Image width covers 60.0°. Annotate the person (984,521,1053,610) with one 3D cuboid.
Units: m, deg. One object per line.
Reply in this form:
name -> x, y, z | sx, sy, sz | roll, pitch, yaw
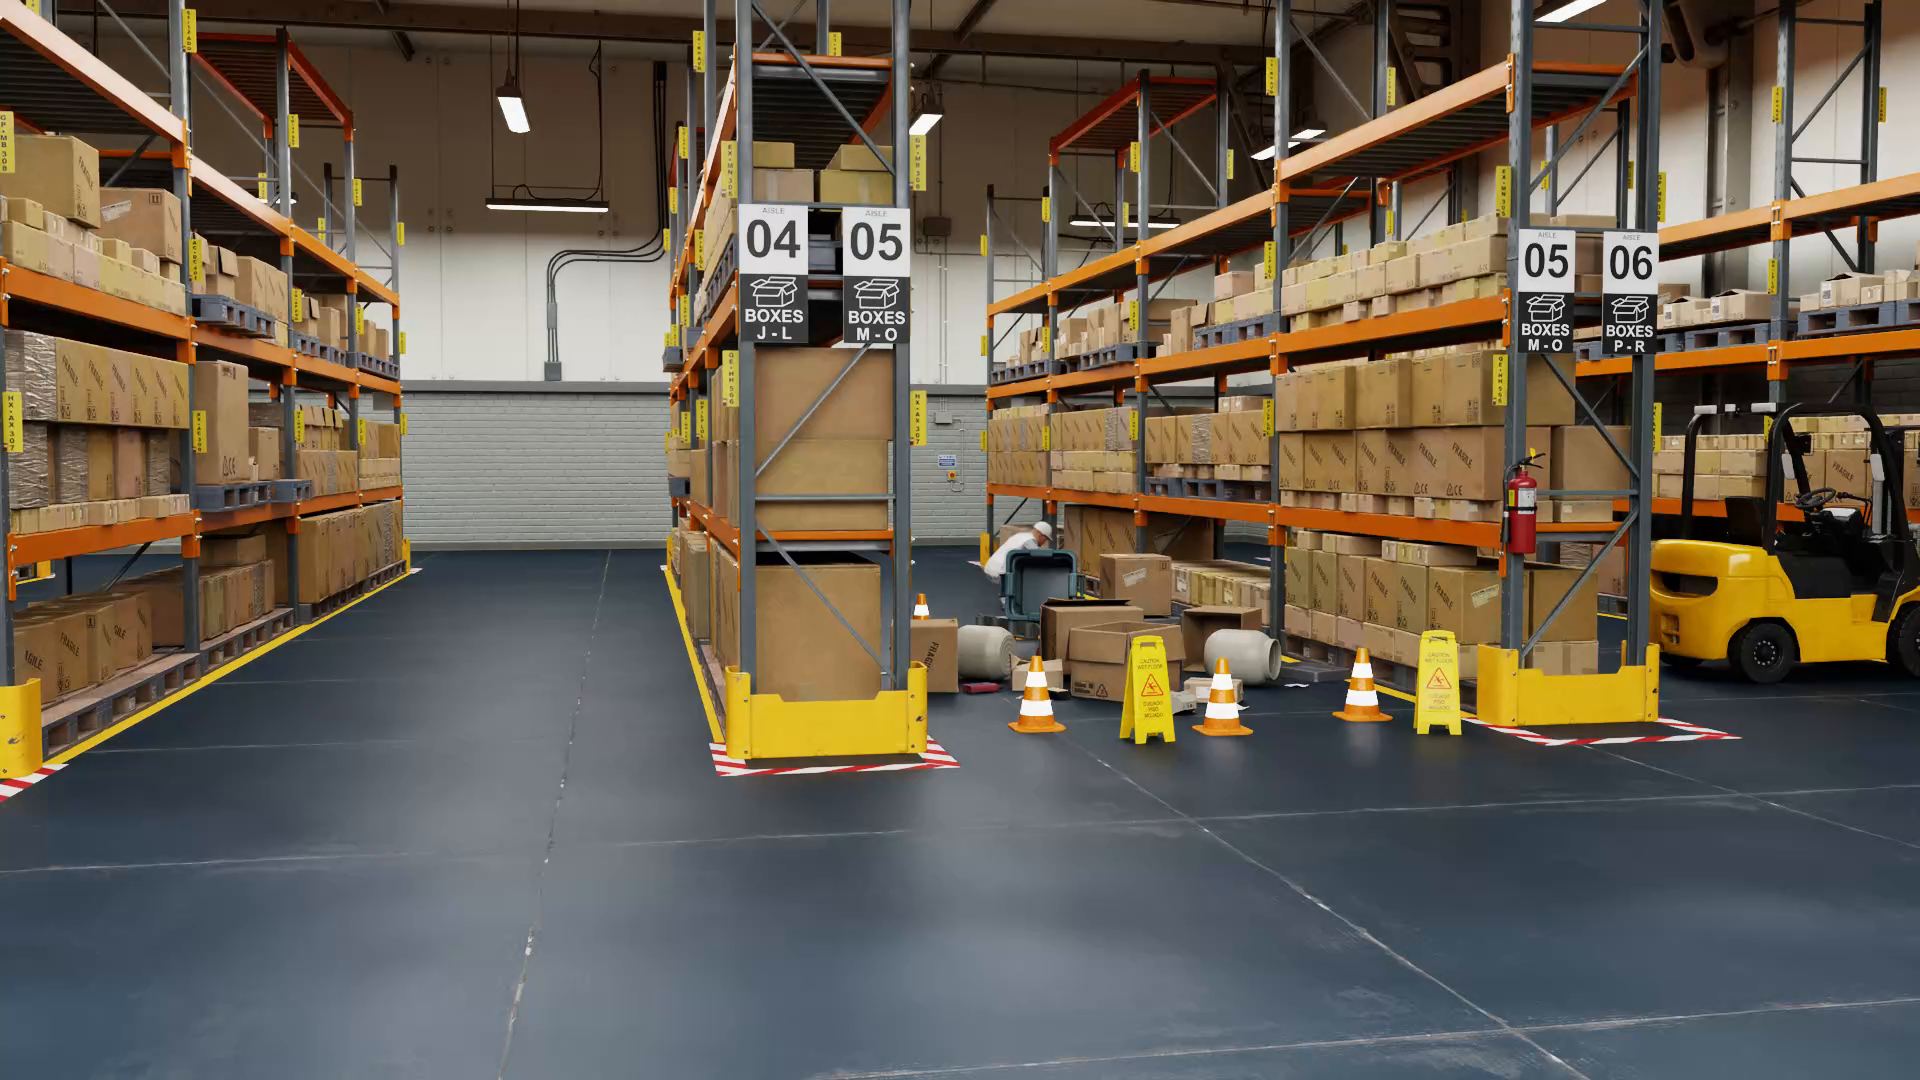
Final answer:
person -> 0.707, 0.290, 18.967 | 0.866, 0.998, 0.556 | -1, 3, -12
